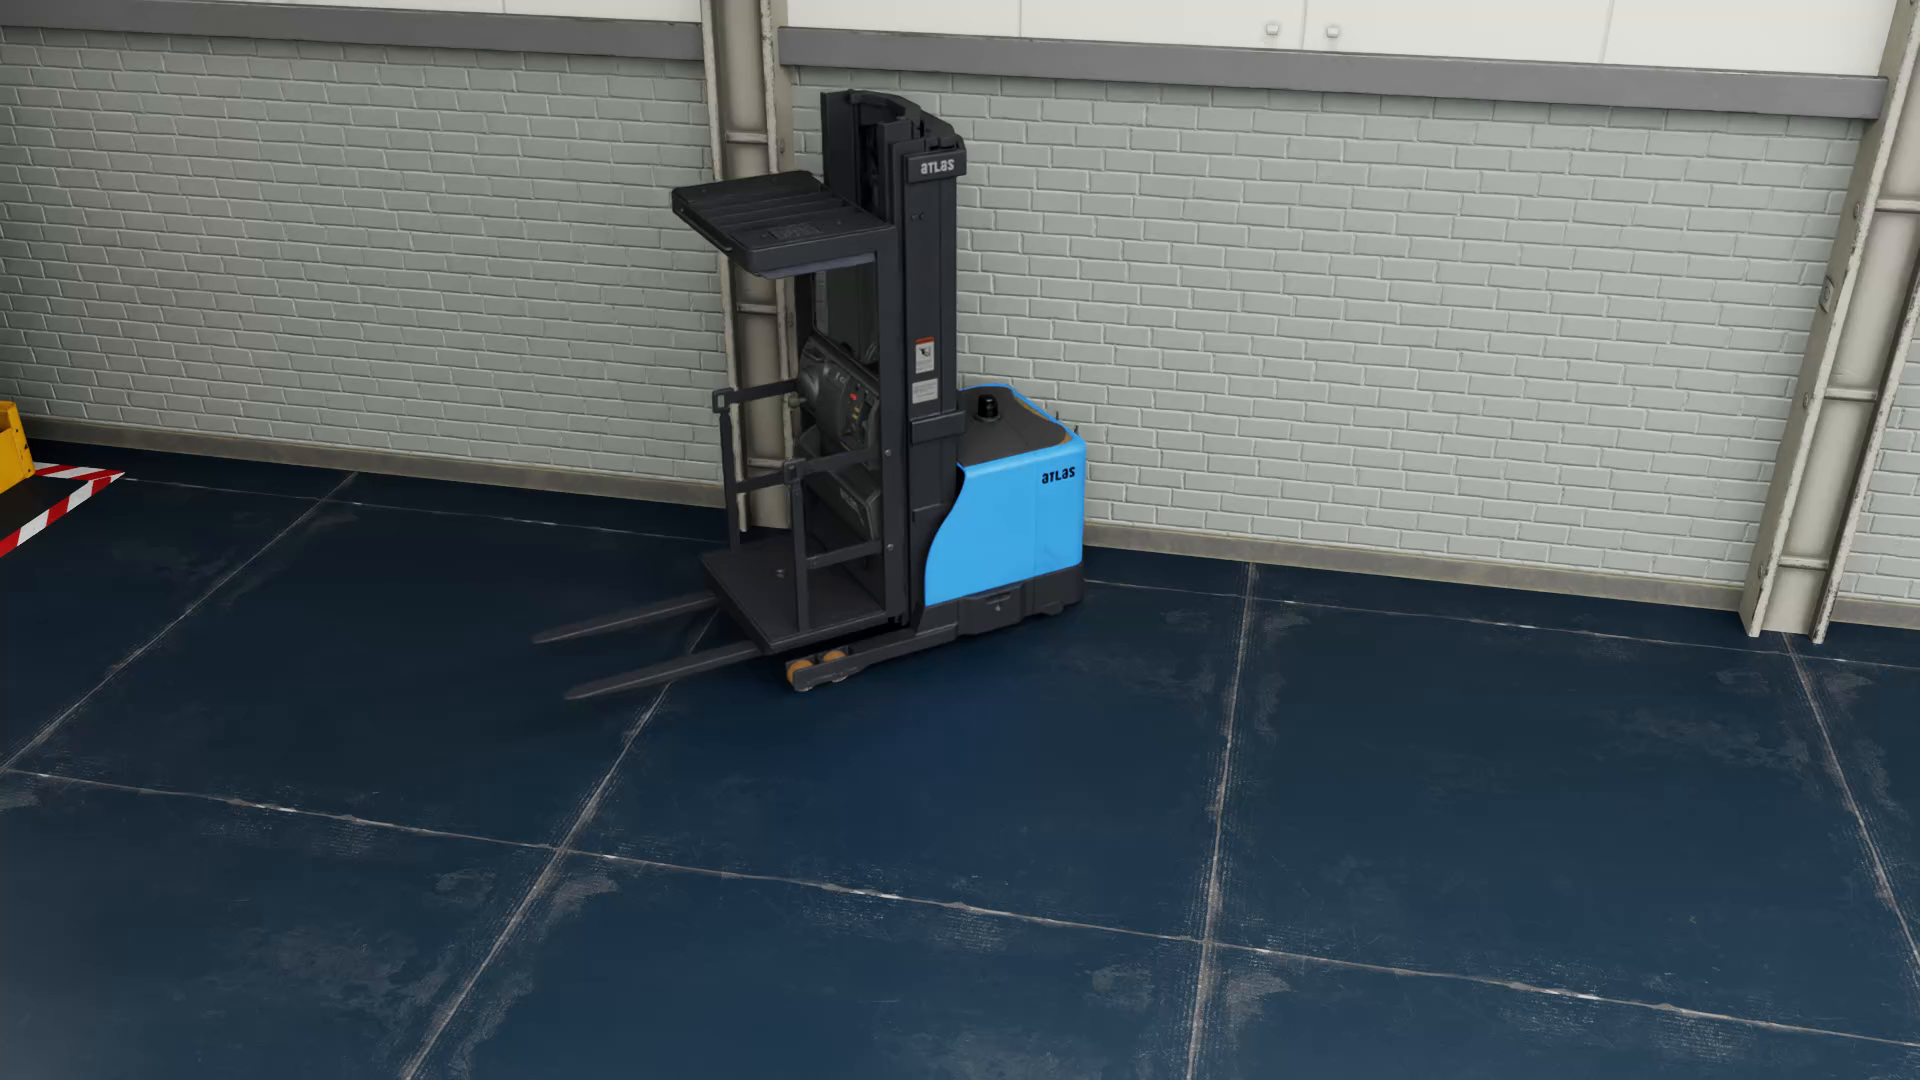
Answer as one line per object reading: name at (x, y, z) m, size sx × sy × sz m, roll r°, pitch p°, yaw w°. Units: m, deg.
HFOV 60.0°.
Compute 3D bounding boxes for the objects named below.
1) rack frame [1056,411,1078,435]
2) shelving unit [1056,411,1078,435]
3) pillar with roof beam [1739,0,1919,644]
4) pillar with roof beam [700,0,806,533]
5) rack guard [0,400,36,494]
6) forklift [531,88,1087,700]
rack frame at (0.630, -0.325, 10.065) m, size 0.006 × 0.900 × 0.240 m, roll -14°, pitch 32°, yaw -25°
shelving unit at (0.541, -0.302, 10.023) m, size 0.210 × 0.900 × 0.258 m, roll -14°, pitch 32°, yaw -25°
pillar with roof beam at (3.791, -1.434, 3.661) m, size 0.400 × 9.000 × 9.100 m, roll 6°, pitch 29°, yaw 11°
pillar with roof beam at (-2.077, -2.036, 4.760) m, size 0.400 × 9.000 × 9.100 m, roll 6°, pitch 29°, yaw 11°
rack guard at (-6.529, -0.436, 10.688) m, size 0.348 × 0.500 × 1.175 m, roll 6°, pitch 29°, yaw 11°
forklift at (-0.829, -0.763, 8.754) m, size 3.031 × 2.935 × 1.130 m, roll -14°, pitch 32°, yaw -24°
